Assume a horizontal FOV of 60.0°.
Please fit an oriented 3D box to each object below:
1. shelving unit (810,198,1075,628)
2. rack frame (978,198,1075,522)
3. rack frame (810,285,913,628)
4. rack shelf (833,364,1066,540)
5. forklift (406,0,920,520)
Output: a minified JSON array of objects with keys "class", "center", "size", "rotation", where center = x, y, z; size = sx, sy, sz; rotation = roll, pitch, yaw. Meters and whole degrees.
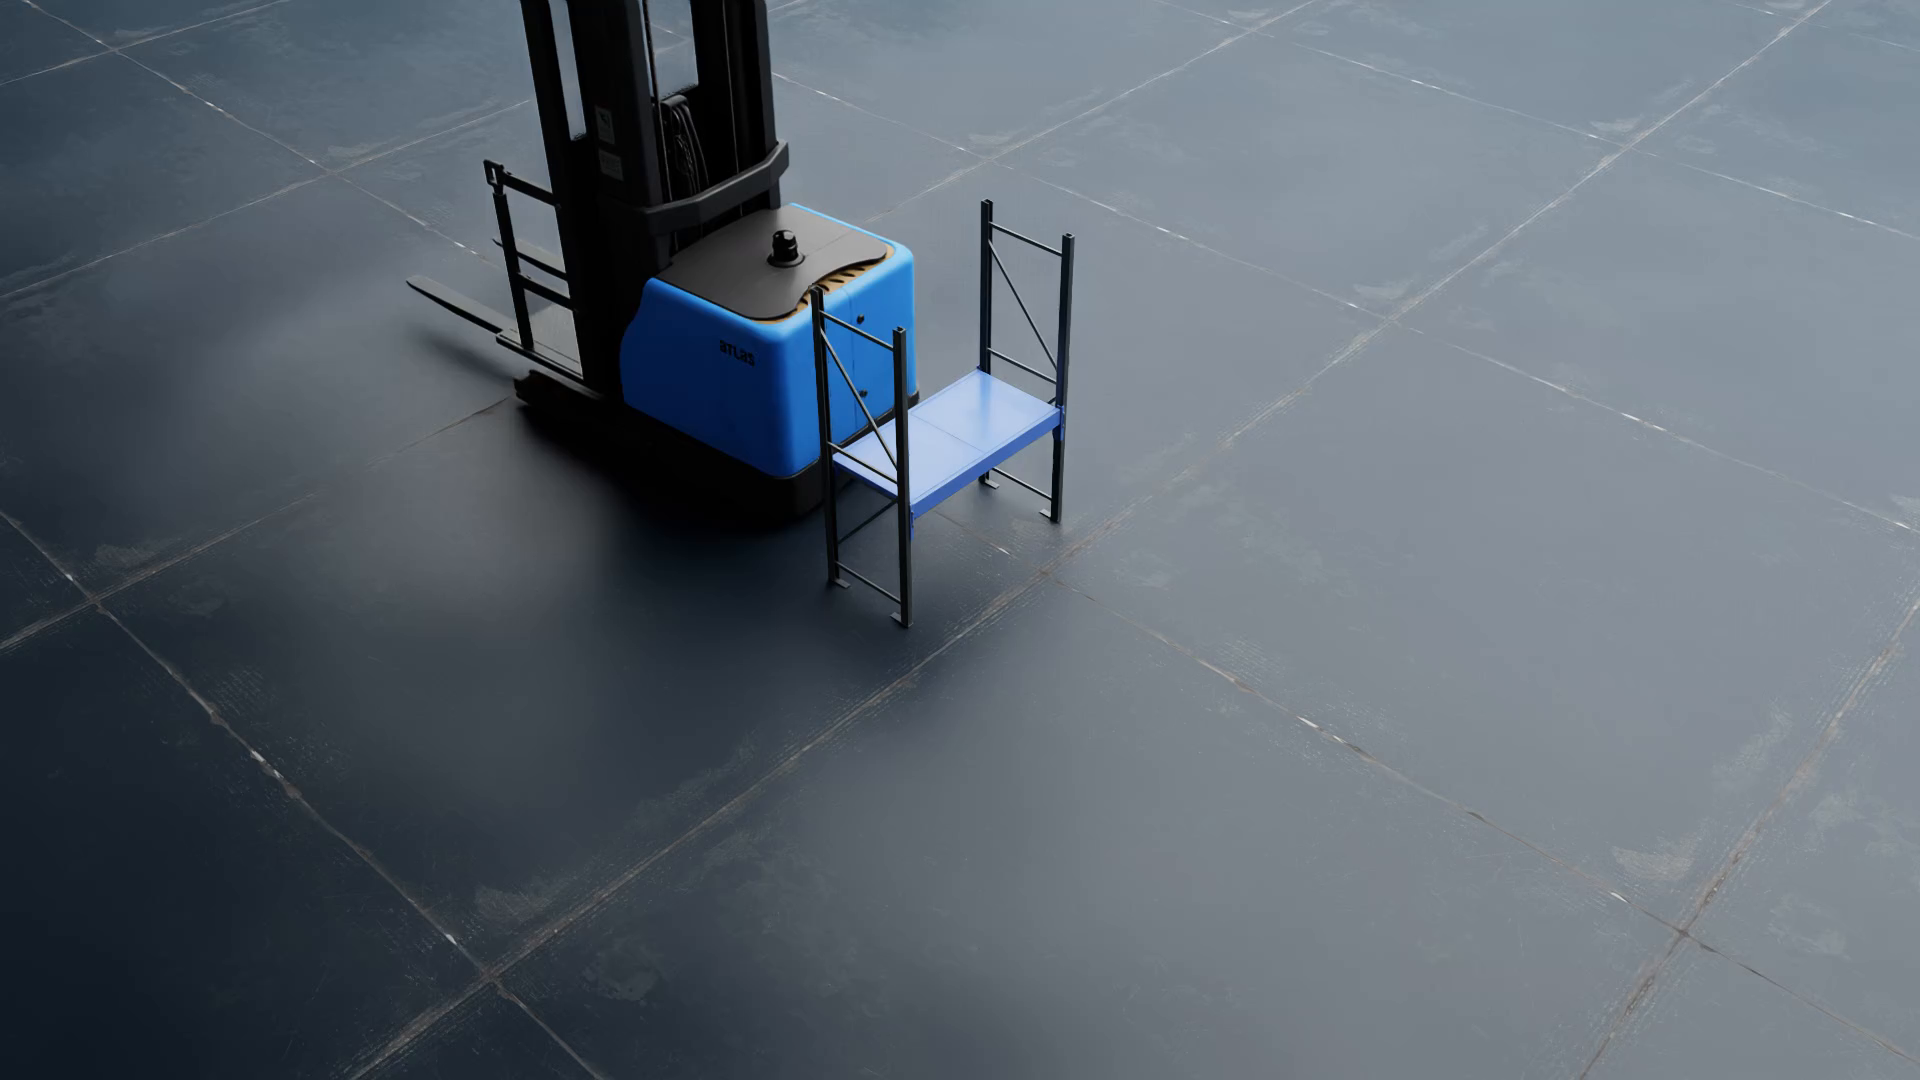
[{"class":"shelving unit","center":[-0.058,-0.548,7.234],"size":[0.538,1.500,1.048],"rotation":[30,47,32]},{"class":"rack frame","center":[0.285,-0.781,7.528],"size":[0.500,1.500,0.032],"rotation":[30,47,32]},{"class":"rack frame","center":[-0.400,-0.314,6.940],"size":[0.500,1.500,0.032],"rotation":[30,47,32]},{"class":"rack shelf","center":[-0.058,-0.407,7.346],"size":[0.538,0.185,1.000],"rotation":[30,47,32]},{"class":"forklift","center":[-1.672,-1.994,7.902],"size":[3.031,2.935,1.130],"rotation":[26,45,29]}]
